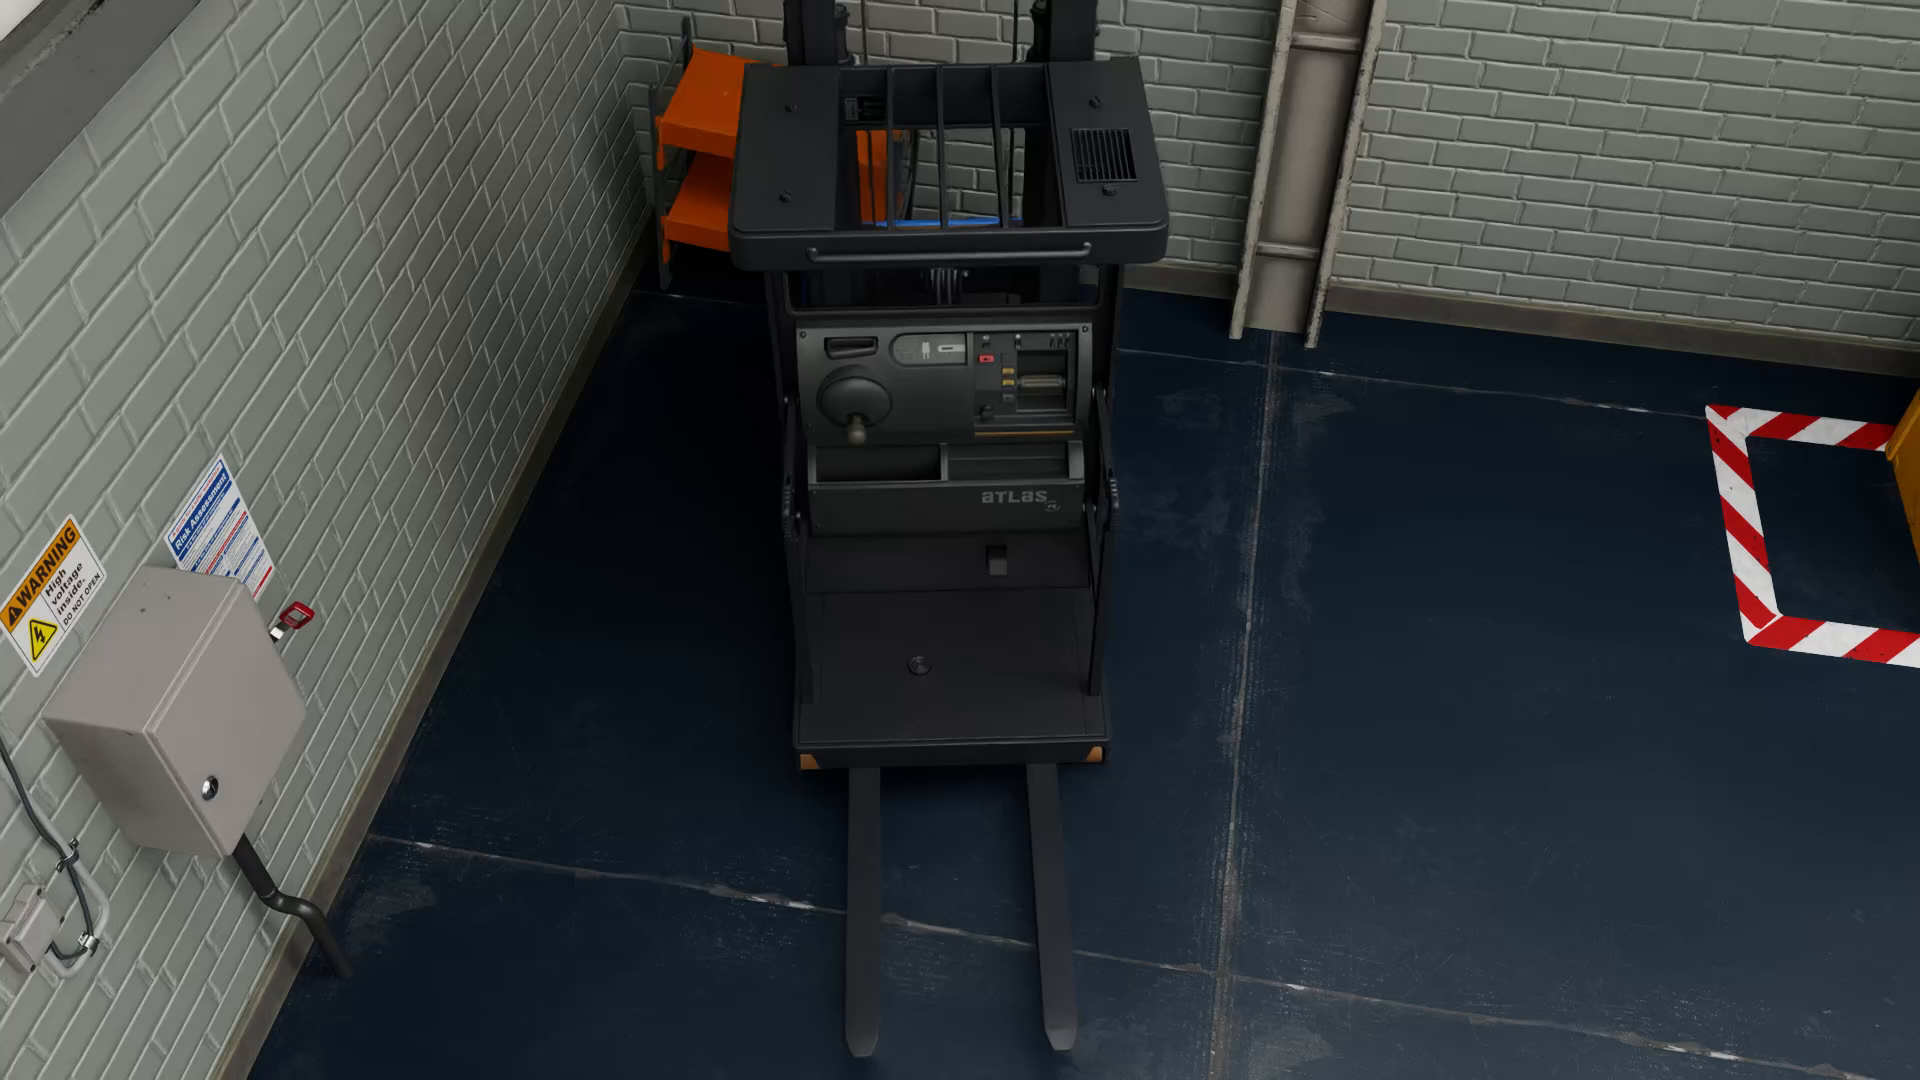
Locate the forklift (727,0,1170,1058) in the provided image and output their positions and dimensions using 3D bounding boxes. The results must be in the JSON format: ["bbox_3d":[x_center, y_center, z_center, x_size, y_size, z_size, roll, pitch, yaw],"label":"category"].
[{"bbox_3d":[-0.039,-0.404,5.114,1.130,2.935,3.031,-1,48,-1],"label":"forklift"}]

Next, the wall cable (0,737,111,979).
[{"bbox_3d":[-2.260,0.536,3.541,0.122,1.984,0.588,8,49,7],"label":"wall cable"}]

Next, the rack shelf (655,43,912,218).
[{"bbox_3d":[-0.723,-1.736,7.035,1.000,0.278,0.538,12,53,2],"label":"rack shelf"}]

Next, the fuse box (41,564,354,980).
[{"bbox_3d":[-1.983,0.827,4.828,0.414,1.711,0.539,8,49,7],"label":"fuse box"}]

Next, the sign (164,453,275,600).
[{"bbox_3d":[-2.099,0.040,4.734,0.001,0.494,0.329,8,49,7],"label":"sign"}]

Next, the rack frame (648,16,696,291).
[{"bbox_3d":[-1.249,-1.670,7.286,0.032,1.125,0.500,12,53,2],"label":"rack frame"}]

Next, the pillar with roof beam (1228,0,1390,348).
[{"bbox_3d":[0.673,-0.860,1.445,0.400,9.000,9.100,8,49,7],"label":"pillar with roof beam"}]

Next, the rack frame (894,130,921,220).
[{"bbox_3d":[-0.256,-1.453,7.249,0.032,1.125,0.500,12,53,2],"label":"rack frame"}]

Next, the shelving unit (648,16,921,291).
[{"bbox_3d":[-0.752,-1.562,7.268,1.048,1.125,0.538,12,53,2],"label":"shelving unit"}]

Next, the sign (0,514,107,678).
[{"bbox_3d":[-2.197,0.134,4.030,0.001,0.242,0.339,8,49,7],"label":"sign"}]

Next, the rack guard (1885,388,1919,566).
[{"bbox_3d":[4.006,-0.144,6.516,0.348,0.500,1.175,8,49,7],"label":"rack guard"}]

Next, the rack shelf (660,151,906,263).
[{"bbox_3d":[-0.777,-1.416,7.462,1.000,0.278,0.538,12,53,2],"label":"rack shelf"}]
